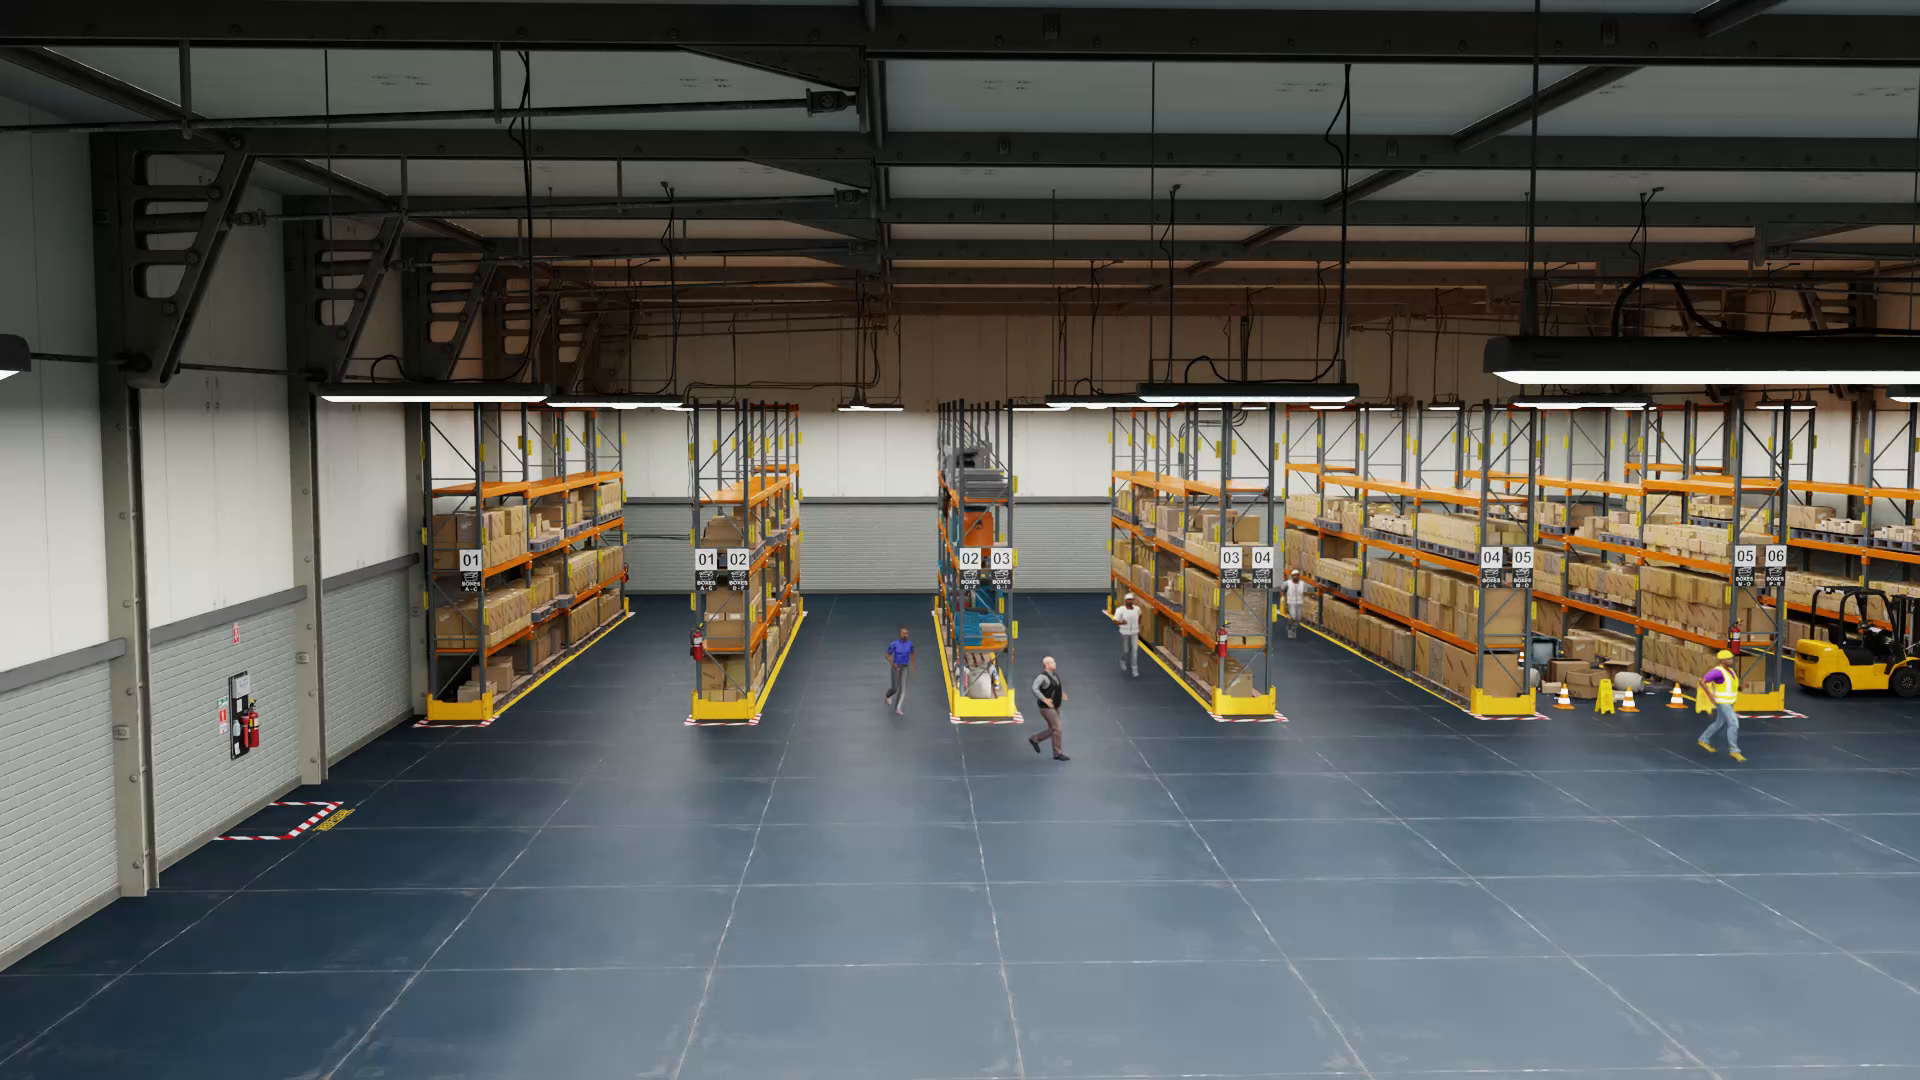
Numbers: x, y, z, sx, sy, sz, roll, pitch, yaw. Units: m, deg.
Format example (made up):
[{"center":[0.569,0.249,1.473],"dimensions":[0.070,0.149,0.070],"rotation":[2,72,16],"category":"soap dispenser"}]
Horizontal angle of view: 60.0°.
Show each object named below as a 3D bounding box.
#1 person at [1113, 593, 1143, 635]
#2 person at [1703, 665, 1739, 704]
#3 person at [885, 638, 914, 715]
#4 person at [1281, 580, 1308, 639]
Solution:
[{"center":[3.700,1.614,36.315],"dimensions":[0.695,0.889,0.649],"rotation":[-1,4,-8],"category":"person"},{"center":[12.669,2.399,27.620],"dimensions":[0.455,0.634,0.656],"rotation":[4,6,44],"category":"person"},{"center":[-1.131,2.599,31.966],"dimensions":[0.568,1.441,0.739],"rotation":[-2,5,-20],"category":"person"},{"center":[8.499,1.766,42.182],"dimensions":[0.633,1.494,0.617],"rotation":[-1,4,-8],"category":"person"}]
